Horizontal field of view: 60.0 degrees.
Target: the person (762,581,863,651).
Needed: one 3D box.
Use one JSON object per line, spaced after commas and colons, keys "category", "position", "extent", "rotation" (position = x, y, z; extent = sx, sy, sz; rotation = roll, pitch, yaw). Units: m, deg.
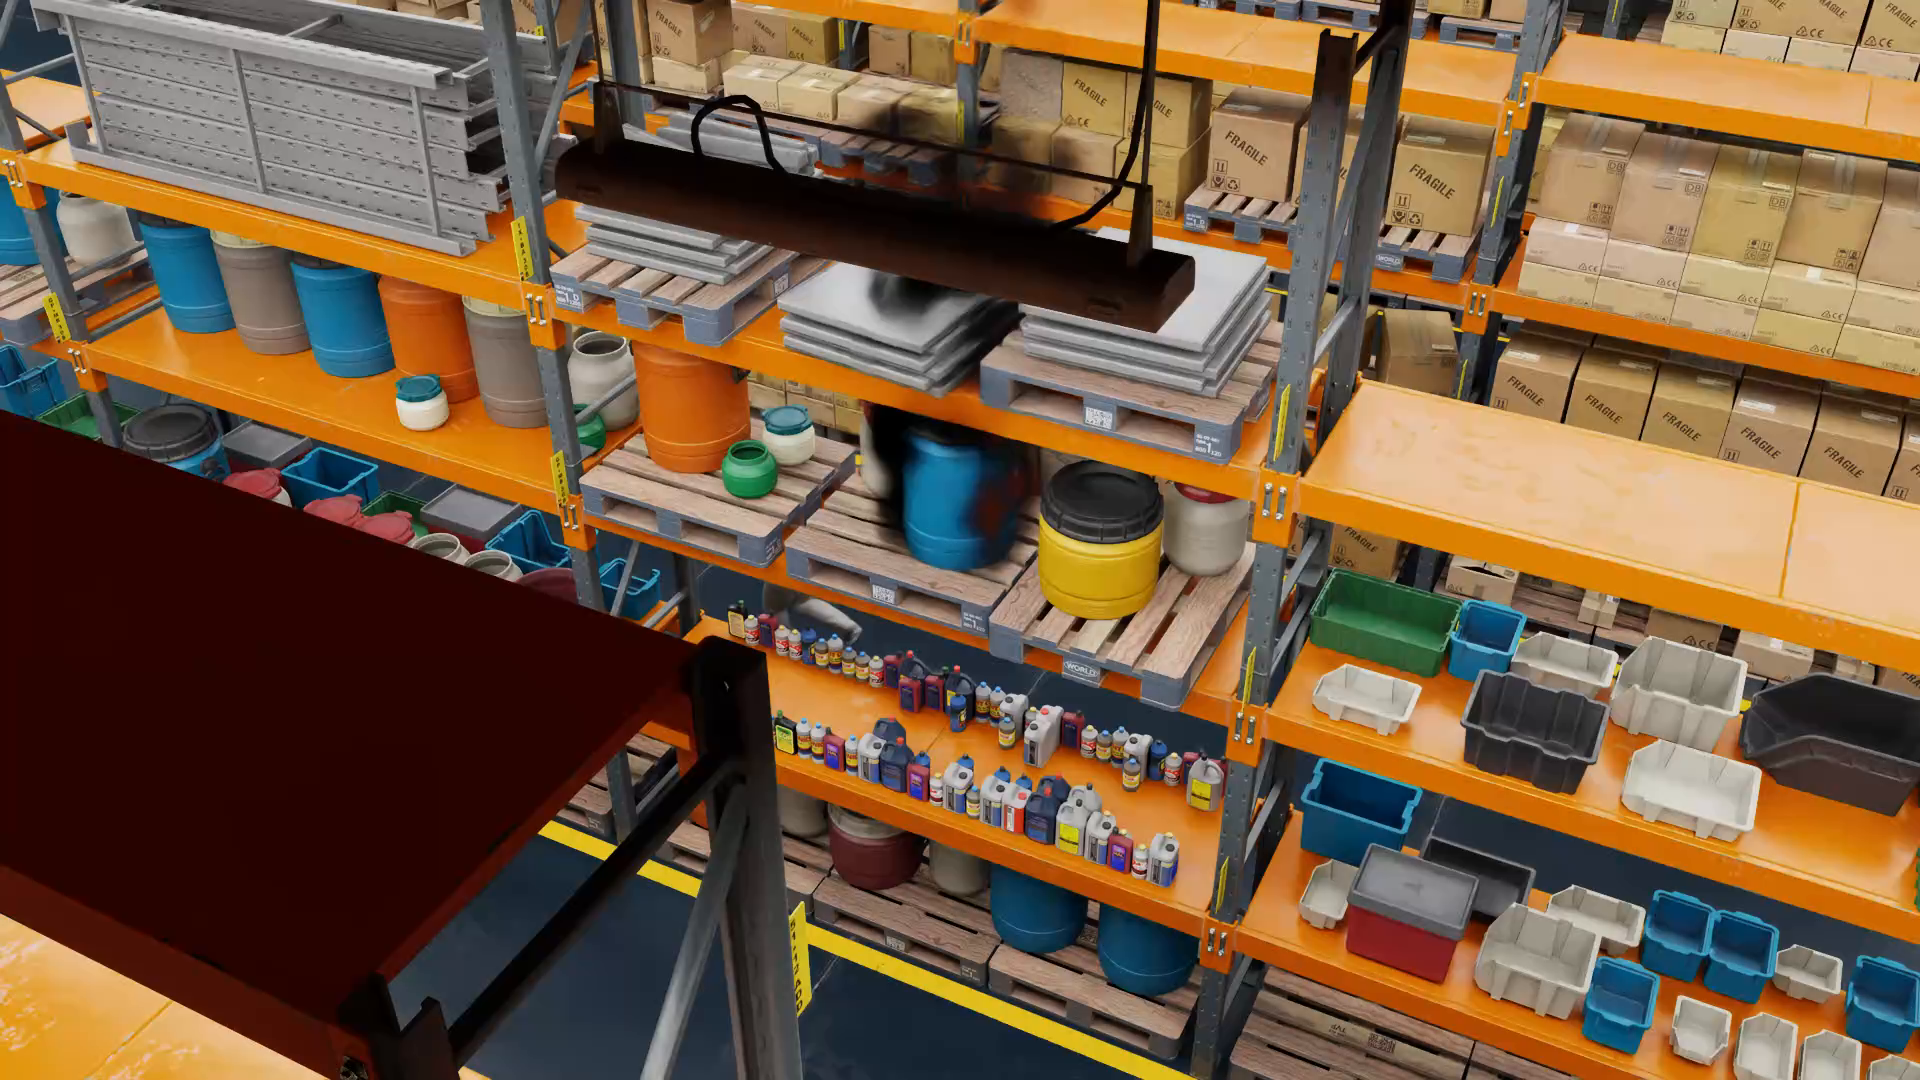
{"category": "person", "position": [-1.176, 0.213, 12.062], "extent": [0.834, 1.784, 0.670], "rotation": [18, 39, 24]}
